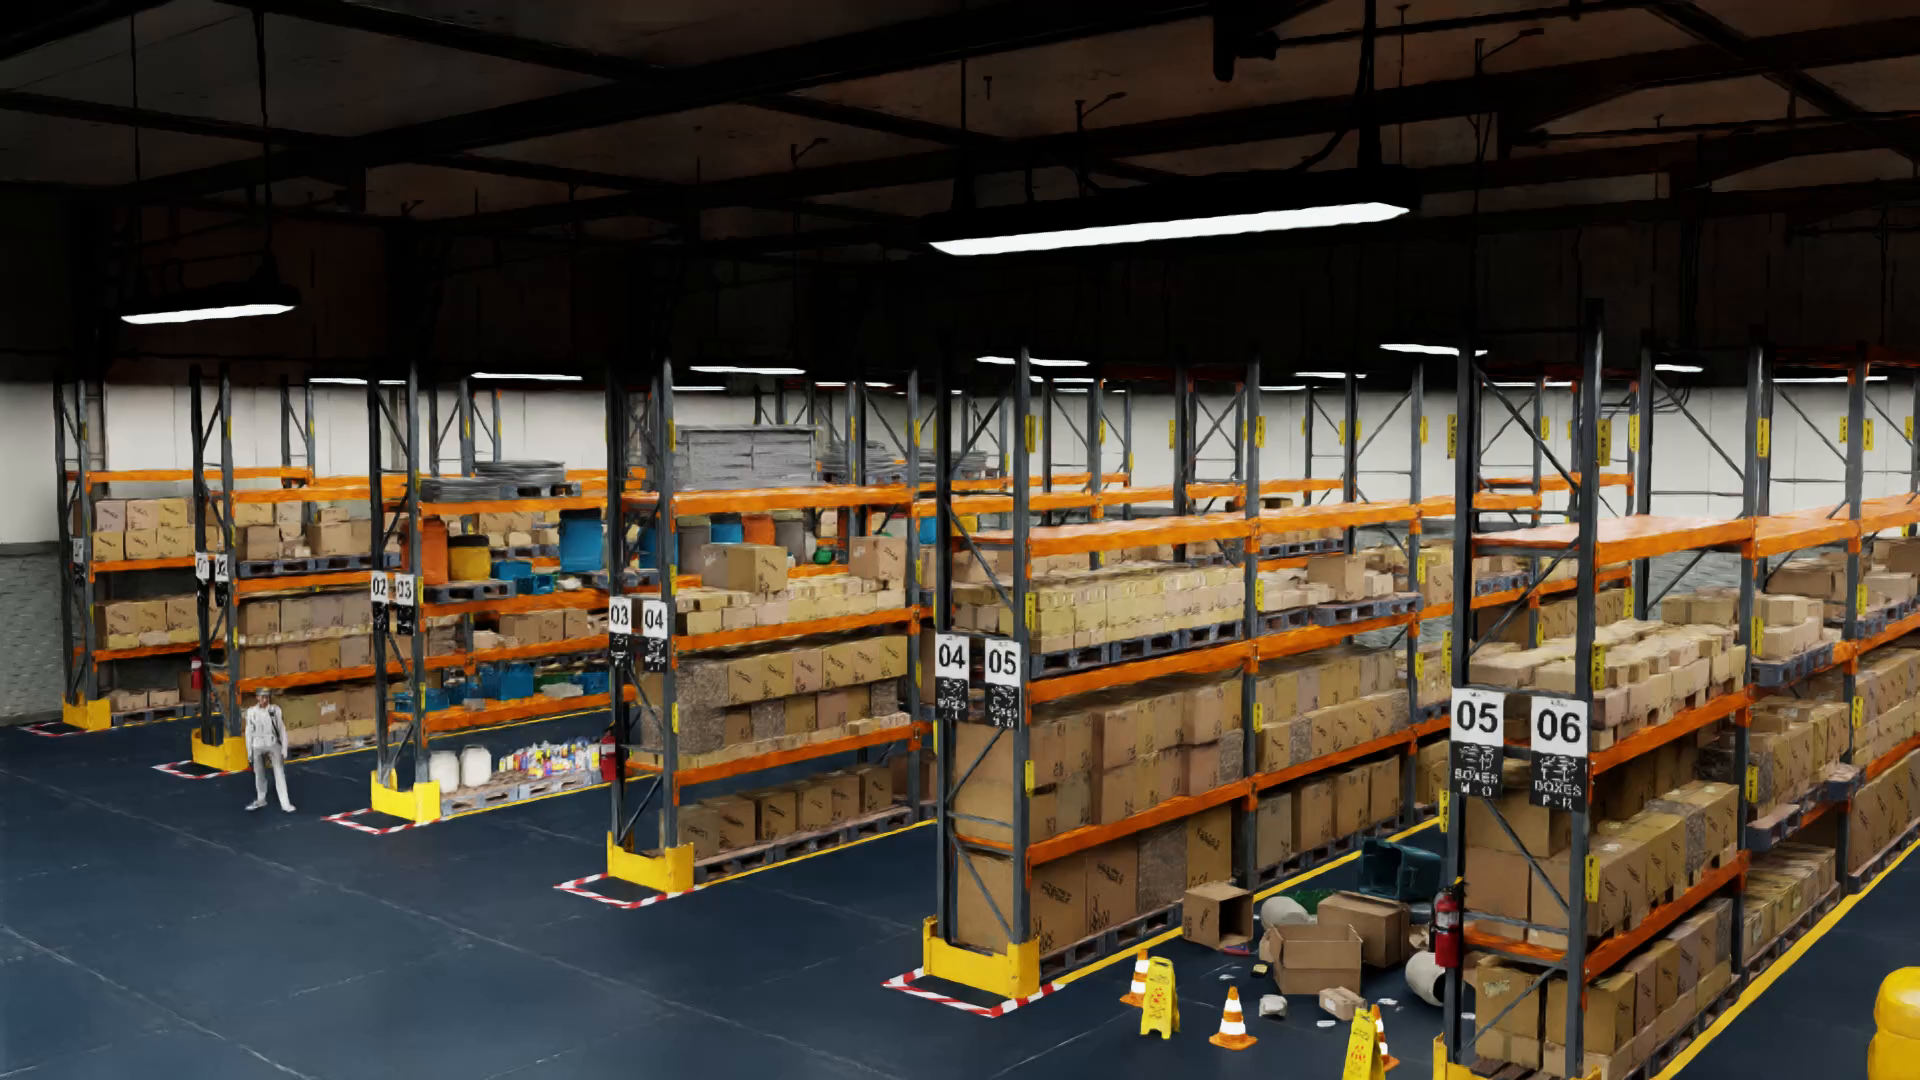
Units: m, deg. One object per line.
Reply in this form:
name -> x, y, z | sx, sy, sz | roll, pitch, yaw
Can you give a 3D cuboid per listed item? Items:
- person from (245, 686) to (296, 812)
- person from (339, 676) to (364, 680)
person -> -9.115, 2.734, 21.952 | 0.682, 1.670, 0.550 | -1, 4, -13
person -> -10.426, 2.257, 28.261 | 0.553, 1.709, 1.123 | 4, 6, 42
